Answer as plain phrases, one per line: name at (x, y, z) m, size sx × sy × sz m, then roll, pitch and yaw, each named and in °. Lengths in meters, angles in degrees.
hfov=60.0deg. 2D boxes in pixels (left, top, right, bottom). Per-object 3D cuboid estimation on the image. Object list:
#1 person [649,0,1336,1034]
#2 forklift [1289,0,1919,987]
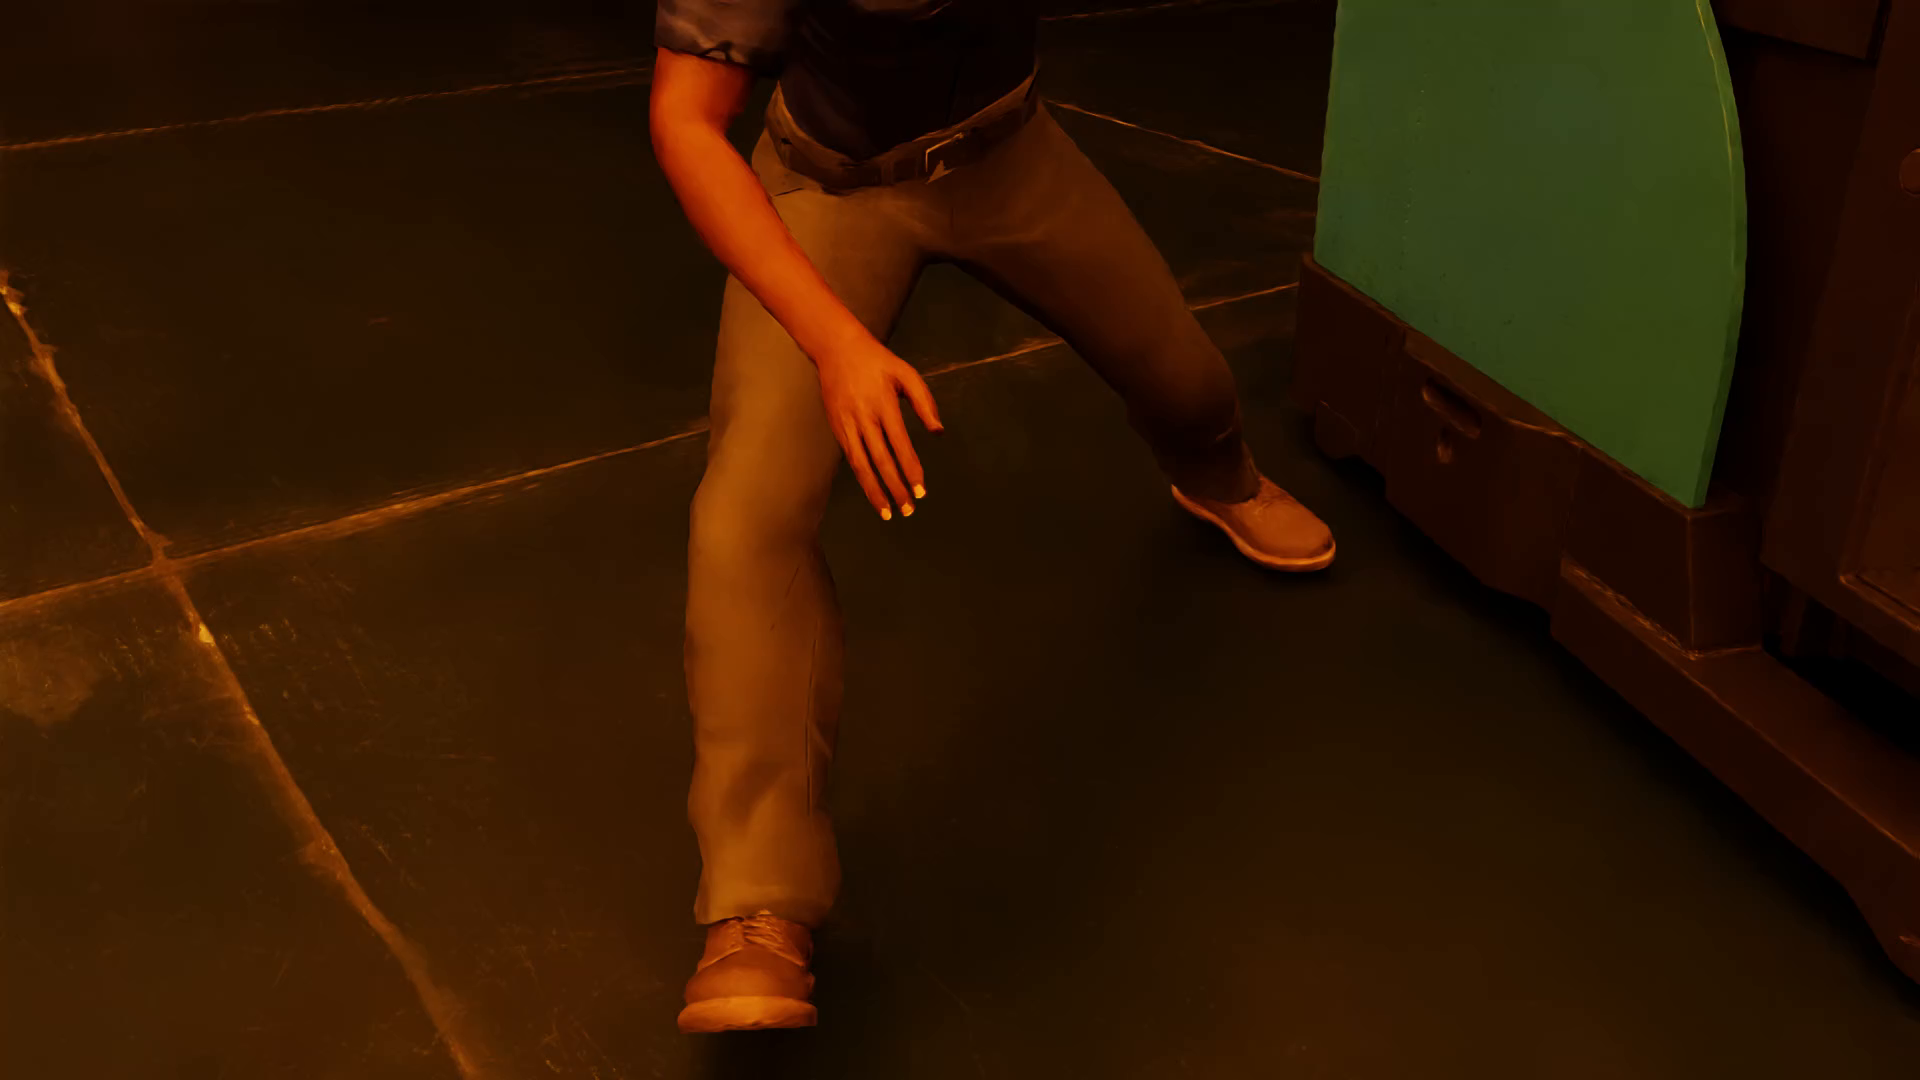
person at (0.104, -0.337, 1.716) m, size 1.269 × 1.324 × 0.767 m, roll -18°, pitch 32°, yaw -31°
forklift at (1.433, -0.928, 1.080) m, size 1.130 × 2.935 × 3.031 m, roll -7°, pitch 27°, yaw -13°
